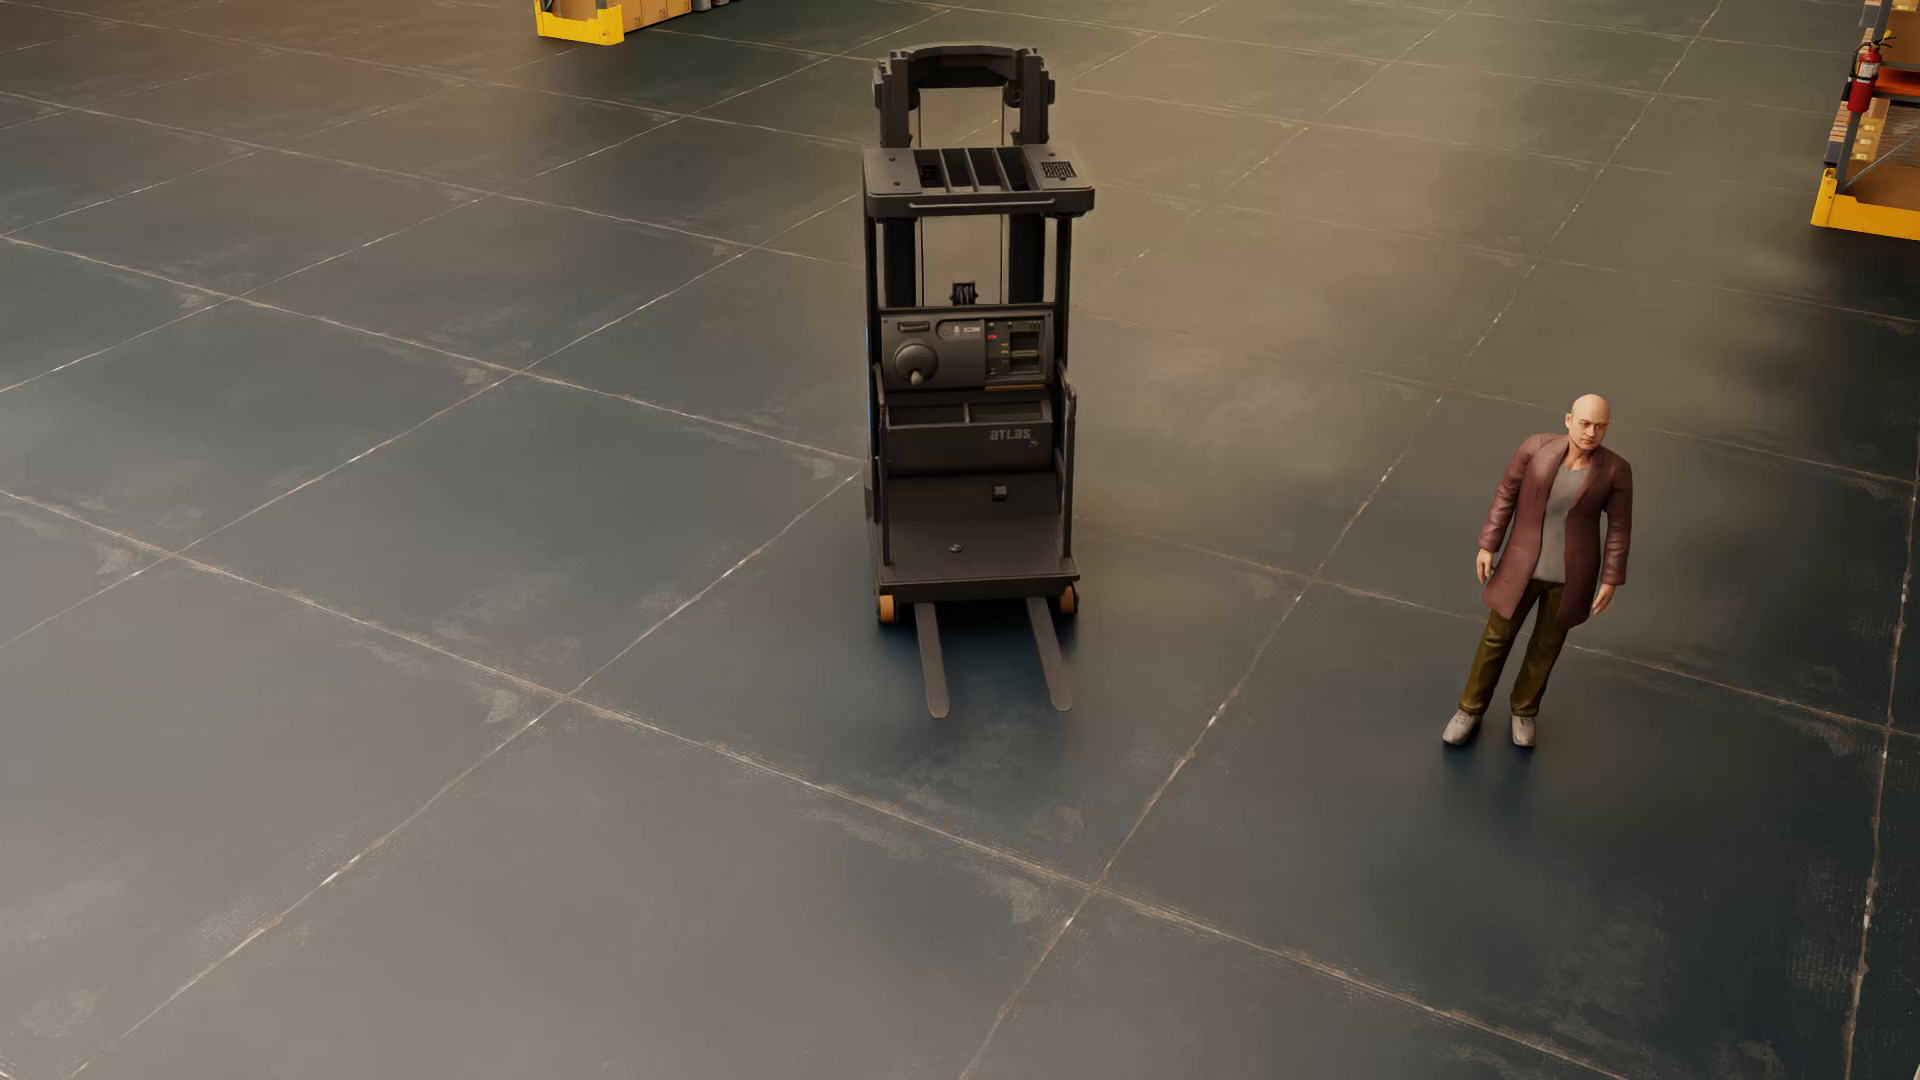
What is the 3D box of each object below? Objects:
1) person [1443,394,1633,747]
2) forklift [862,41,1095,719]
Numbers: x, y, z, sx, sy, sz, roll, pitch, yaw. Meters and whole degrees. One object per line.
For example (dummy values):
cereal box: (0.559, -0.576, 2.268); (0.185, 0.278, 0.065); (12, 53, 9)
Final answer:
person: (2.784, 0.181, 7.897); (0.695, 1.775, 0.584); (12, 32, 20)
forklift: (0.065, -0.982, 8.772); (1.130, 2.935, 3.031); (-3, 30, -5)
